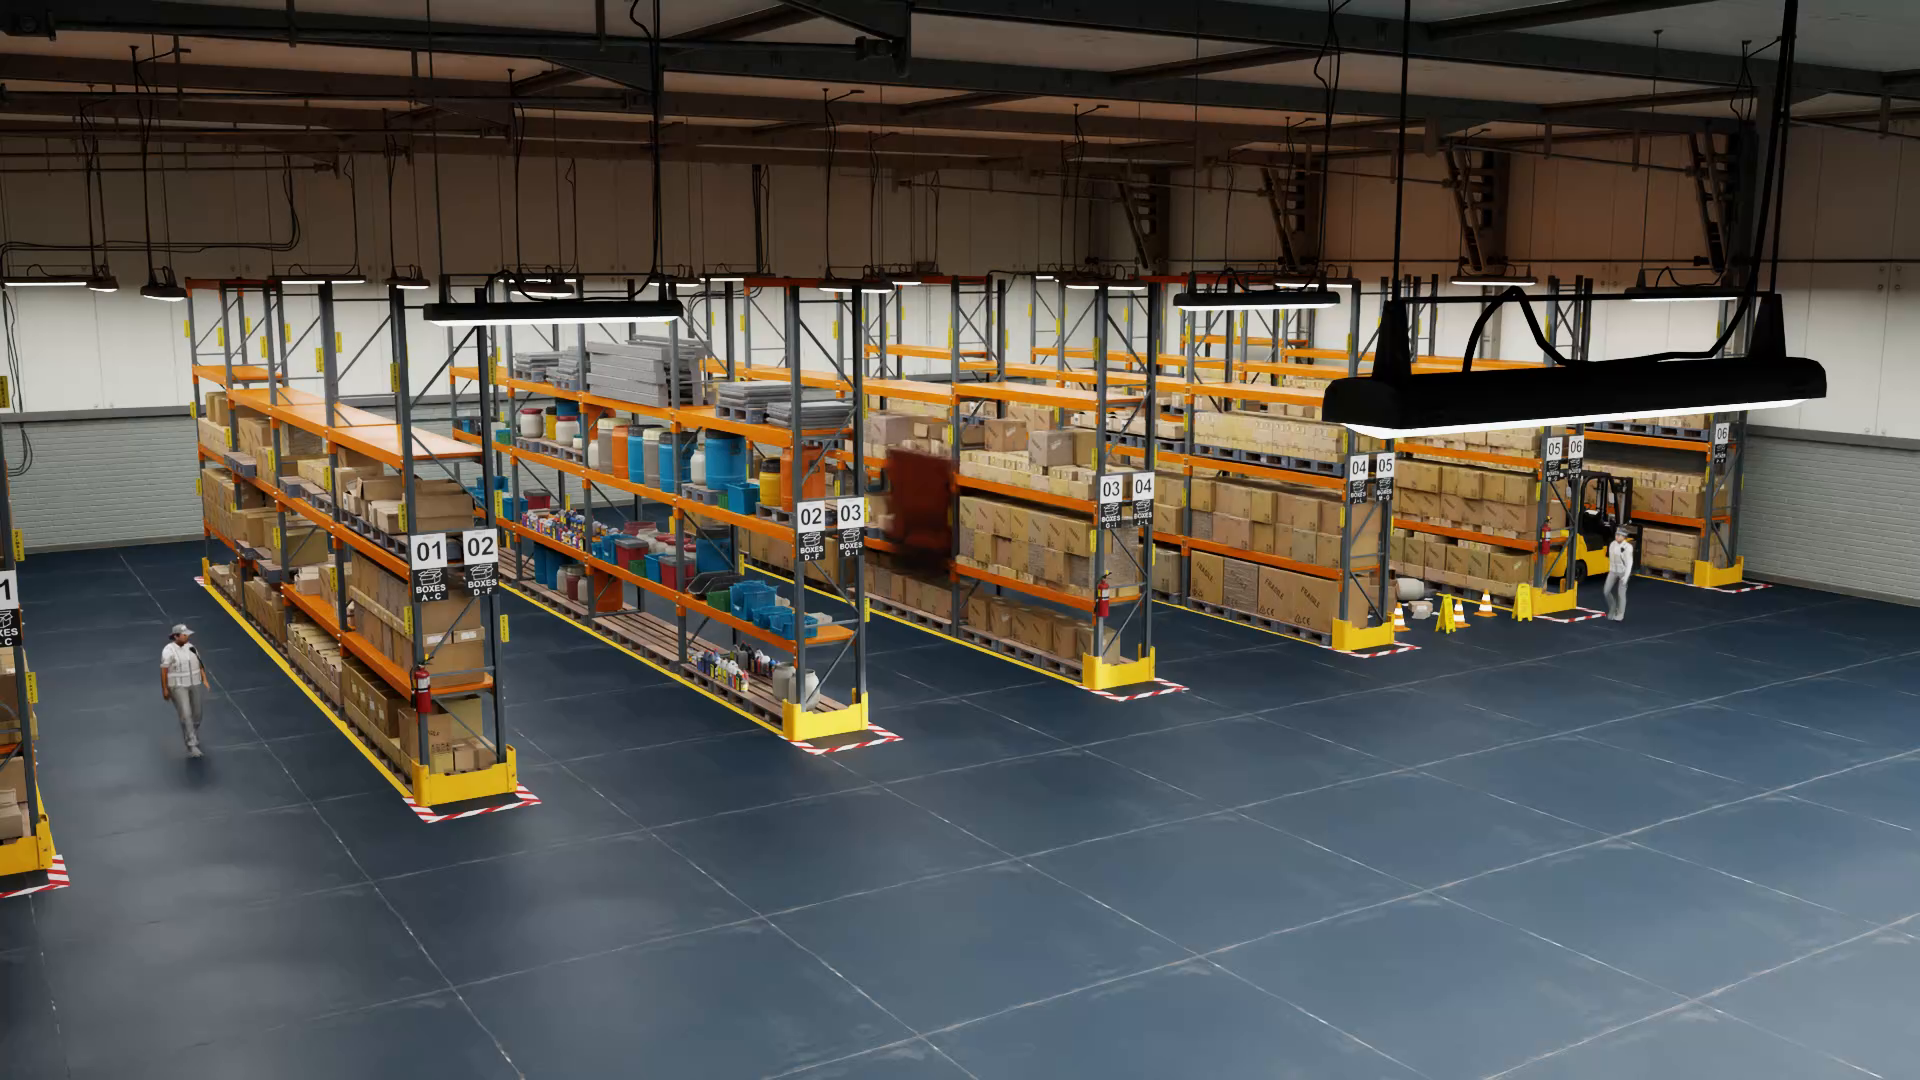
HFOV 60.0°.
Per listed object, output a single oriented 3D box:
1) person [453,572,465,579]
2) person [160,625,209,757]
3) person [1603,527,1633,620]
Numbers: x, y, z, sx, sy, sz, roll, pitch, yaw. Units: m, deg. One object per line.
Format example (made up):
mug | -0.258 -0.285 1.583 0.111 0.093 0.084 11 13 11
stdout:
person | -7.875 1.141 26.202 1.063 1.603 0.503 9 13 42
person | -10.032 1.937 21.678 0.746 1.655 0.513 6 11 33
person | 11.634 0.600 29.352 0.431 1.698 0.481 -9 13 -43
